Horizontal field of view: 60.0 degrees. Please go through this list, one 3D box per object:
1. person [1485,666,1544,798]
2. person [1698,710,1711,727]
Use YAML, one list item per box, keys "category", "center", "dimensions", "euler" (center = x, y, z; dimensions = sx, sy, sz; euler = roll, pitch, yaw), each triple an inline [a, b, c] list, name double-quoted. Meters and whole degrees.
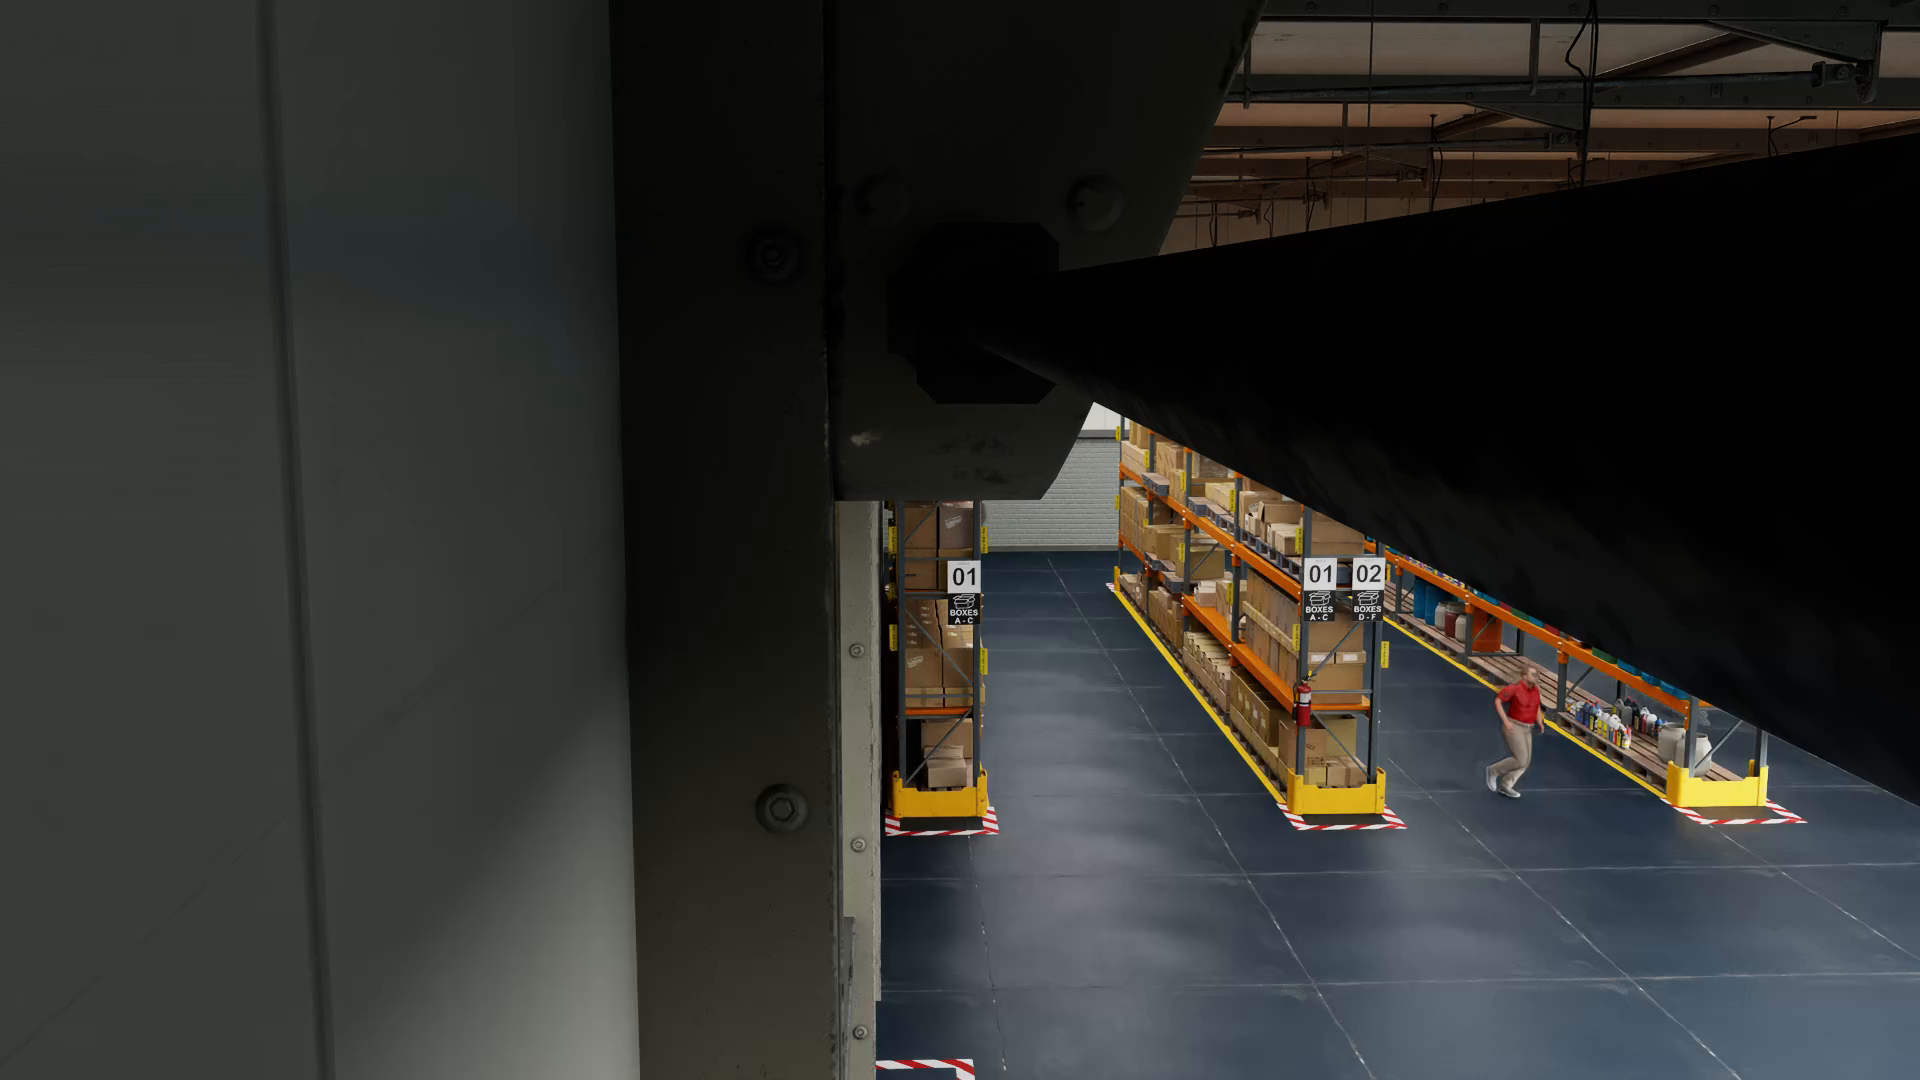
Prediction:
- category: "person"
  center: [7.196, 2.445, 21.388]
  dimensions: [0.740, 1.664, 0.578]
  euler: [-7, 11, -39]
- category: "person"
  center: [11.174, 1.983, 24.991]
  dimensions: [0.662, 1.574, 1.044]
  euler: [-1, 8, -10]
